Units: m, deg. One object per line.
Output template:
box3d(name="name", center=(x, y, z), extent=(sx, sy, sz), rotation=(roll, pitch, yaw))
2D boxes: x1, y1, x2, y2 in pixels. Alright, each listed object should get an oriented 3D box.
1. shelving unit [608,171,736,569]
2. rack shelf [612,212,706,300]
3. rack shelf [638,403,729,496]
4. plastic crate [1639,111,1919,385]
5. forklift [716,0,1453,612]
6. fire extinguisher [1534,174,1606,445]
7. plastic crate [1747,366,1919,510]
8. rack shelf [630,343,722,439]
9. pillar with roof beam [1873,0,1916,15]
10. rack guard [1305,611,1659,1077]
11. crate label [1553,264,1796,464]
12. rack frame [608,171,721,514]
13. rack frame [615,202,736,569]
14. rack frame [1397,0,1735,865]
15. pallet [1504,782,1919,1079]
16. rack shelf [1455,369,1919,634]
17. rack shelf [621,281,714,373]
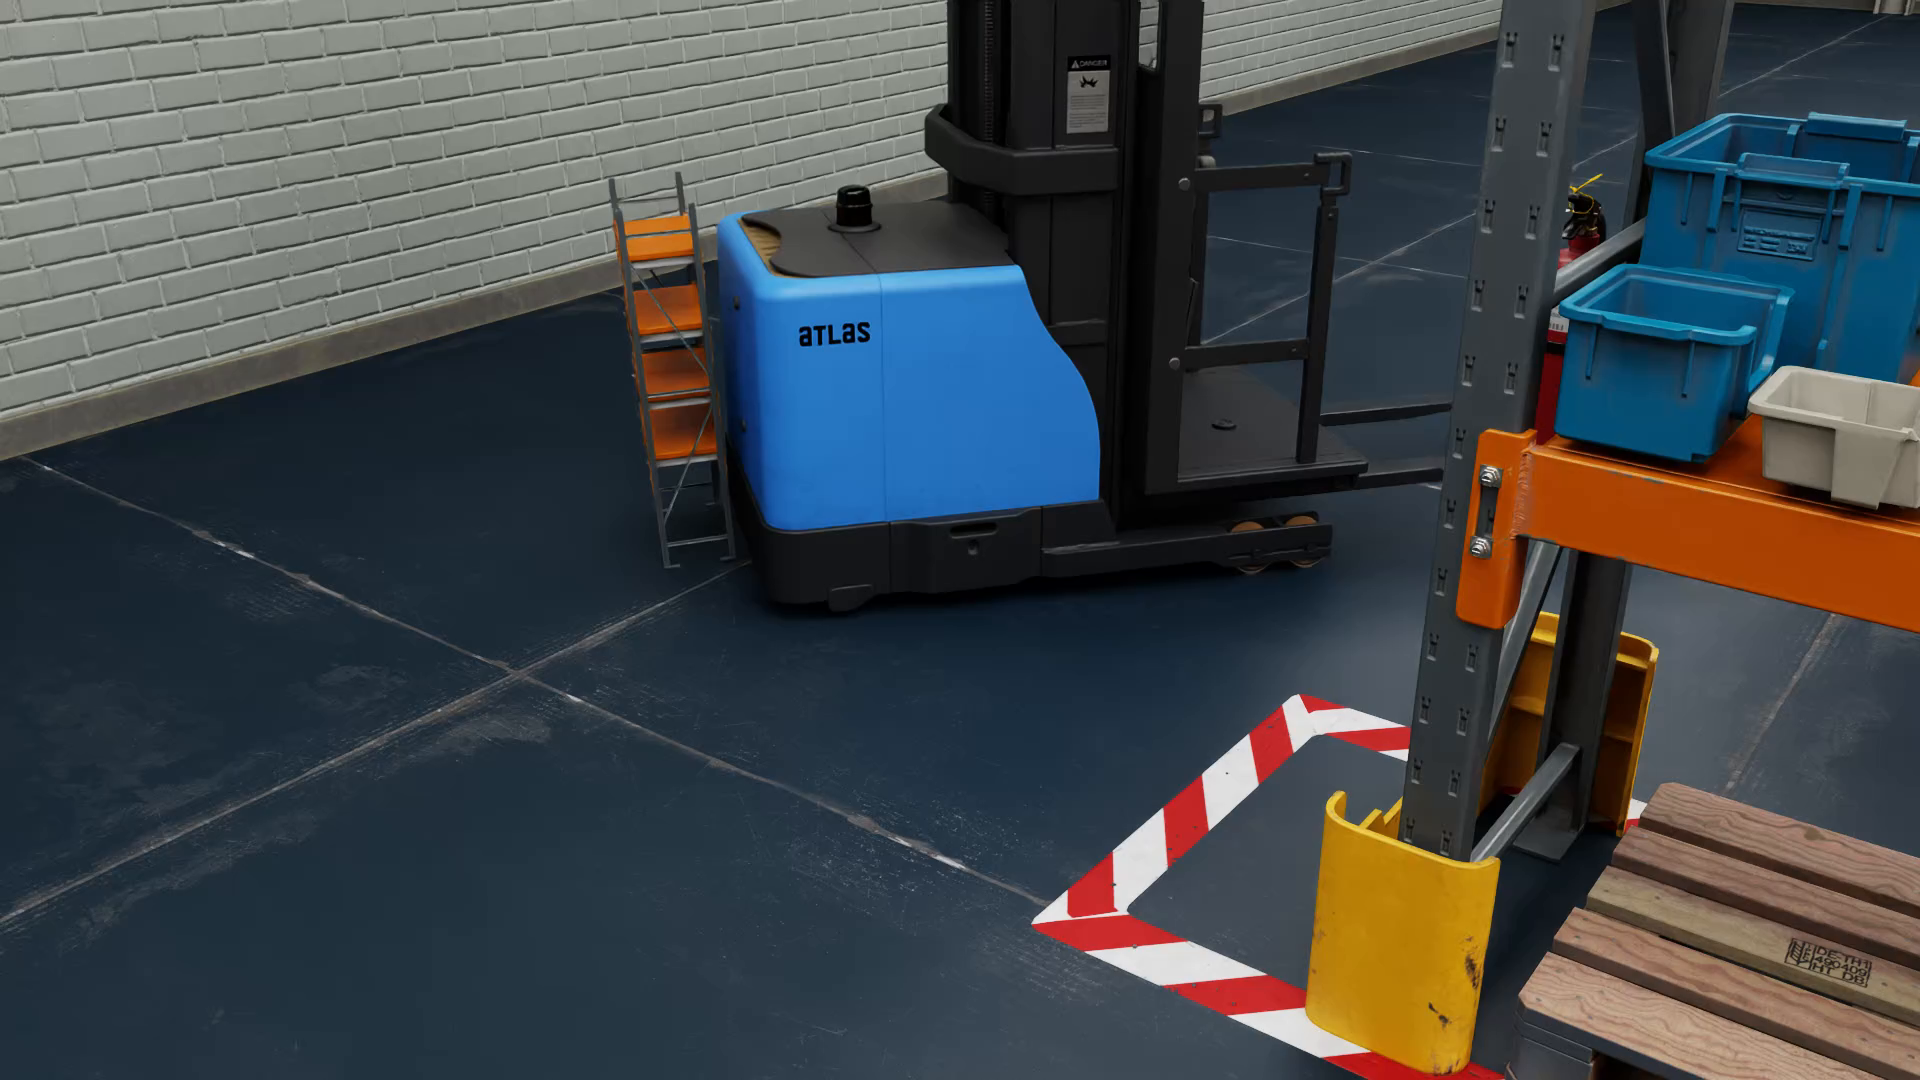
box3d(name="shelving unit", center=(-0.955, -0.564, 5.525), extent=(0.258, 1.200, 0.503), rotation=(-8, 25, -11))
box3d(name="rack shelf", center=(-0.975, -0.921, 5.363), extent=(0.258, 0.148, 0.480), rotation=(-8, 25, -11))
box3d(name="rack shelf", center=(-0.942, -0.322, 5.635), extent=(0.258, 0.148, 0.480), rotation=(-8, 25, -11))
box3d(name="plastic crate", center=(1.595, -0.542, 3.142), extent=(0.499, 0.435, 0.616), rotation=(17, 29, 33))
box3d(name="forklift", center=(0.745, -1.430, 5.361), extent=(3.031, 2.935, 1.130), rotation=(-6, 25, -14))
box3d(name="fire extinguisher", center=(1.367, -0.496, 3.715), extent=(0.183, 0.674, 0.296), rotation=(17, 29, 33))
box3d(name="plastic crate", center=(1.422, -0.156, 2.636), extent=(0.298, 0.136, 0.250), rotation=(17, 29, 33))
box3d(name="rack shelf", center=(-0.952, -0.503, 5.553), extent=(0.258, 0.148, 0.480), rotation=(-8, 25, -11))
box3d(name="pillar with roof beam", center=(8.904, -9.216, 15.506), extent=(0.400, 9.000, 9.100), rotation=(17, 29, 33))
box3d(name="rack guard", center=(1.188, 0.623, 3.716), extent=(0.348, 0.500, 1.175), rotation=(17, 29, 33))
box3d(name="crate label", center=(1.215, -0.304, 2.853), extent=(0.303, 0.233, 0.416), rotation=(17, 29, 33))
box3d(name="rack frame", center=(-1.012, -0.659, 5.742), extent=(0.240, 1.200, 0.015), rotation=(-8, 25, -11))
box3d(name="rack frame", center=(-0.898, -0.468, 5.308), extent=(0.240, 1.200, 0.015), rotation=(-8, 25, -11))
box3d(name="rack frame", center=(1.215, -0.519, 3.208), extent=(0.127, 3.000, 1.000), rotation=(17, 29, 33))
box3d(name="pallet", center=(1.852, 0.969, 3.289), extent=(1.213, 0.211, 1.003), rotation=(17, 29, 33))
box3d(name="rack shelf", center=(2.815, 0.294, 2.256), extent=(4.000, 0.370, 1.077), rotation=(17, 29, 33))
box3d(name="rack shelf", center=(-0.963, -0.706, 5.461), extent=(0.258, 0.148, 0.480), rotation=(-8, 25, -11))
